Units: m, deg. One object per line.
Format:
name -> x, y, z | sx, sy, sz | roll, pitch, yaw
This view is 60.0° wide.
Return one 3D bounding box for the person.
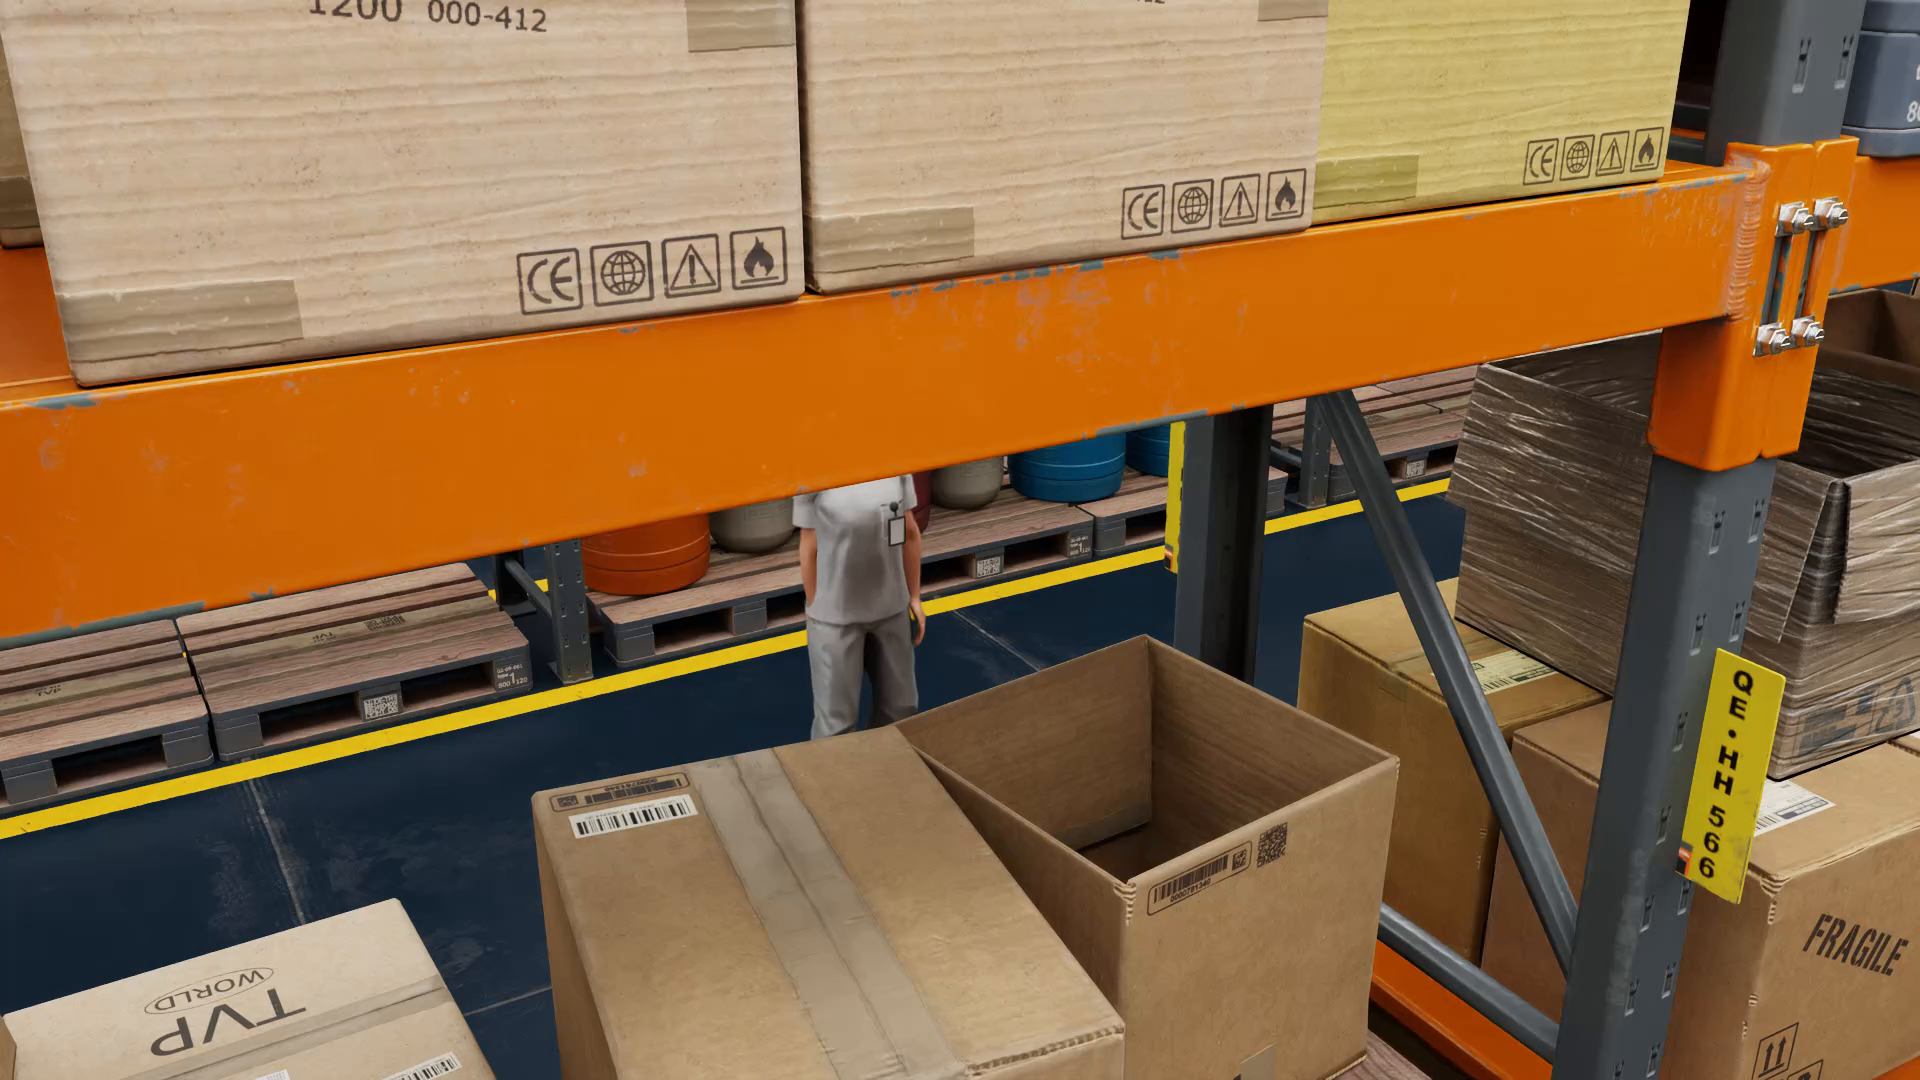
person -> -0.329, 0.234, 5.521 | 0.443, 1.670, 0.368 | -12, 25, -27
